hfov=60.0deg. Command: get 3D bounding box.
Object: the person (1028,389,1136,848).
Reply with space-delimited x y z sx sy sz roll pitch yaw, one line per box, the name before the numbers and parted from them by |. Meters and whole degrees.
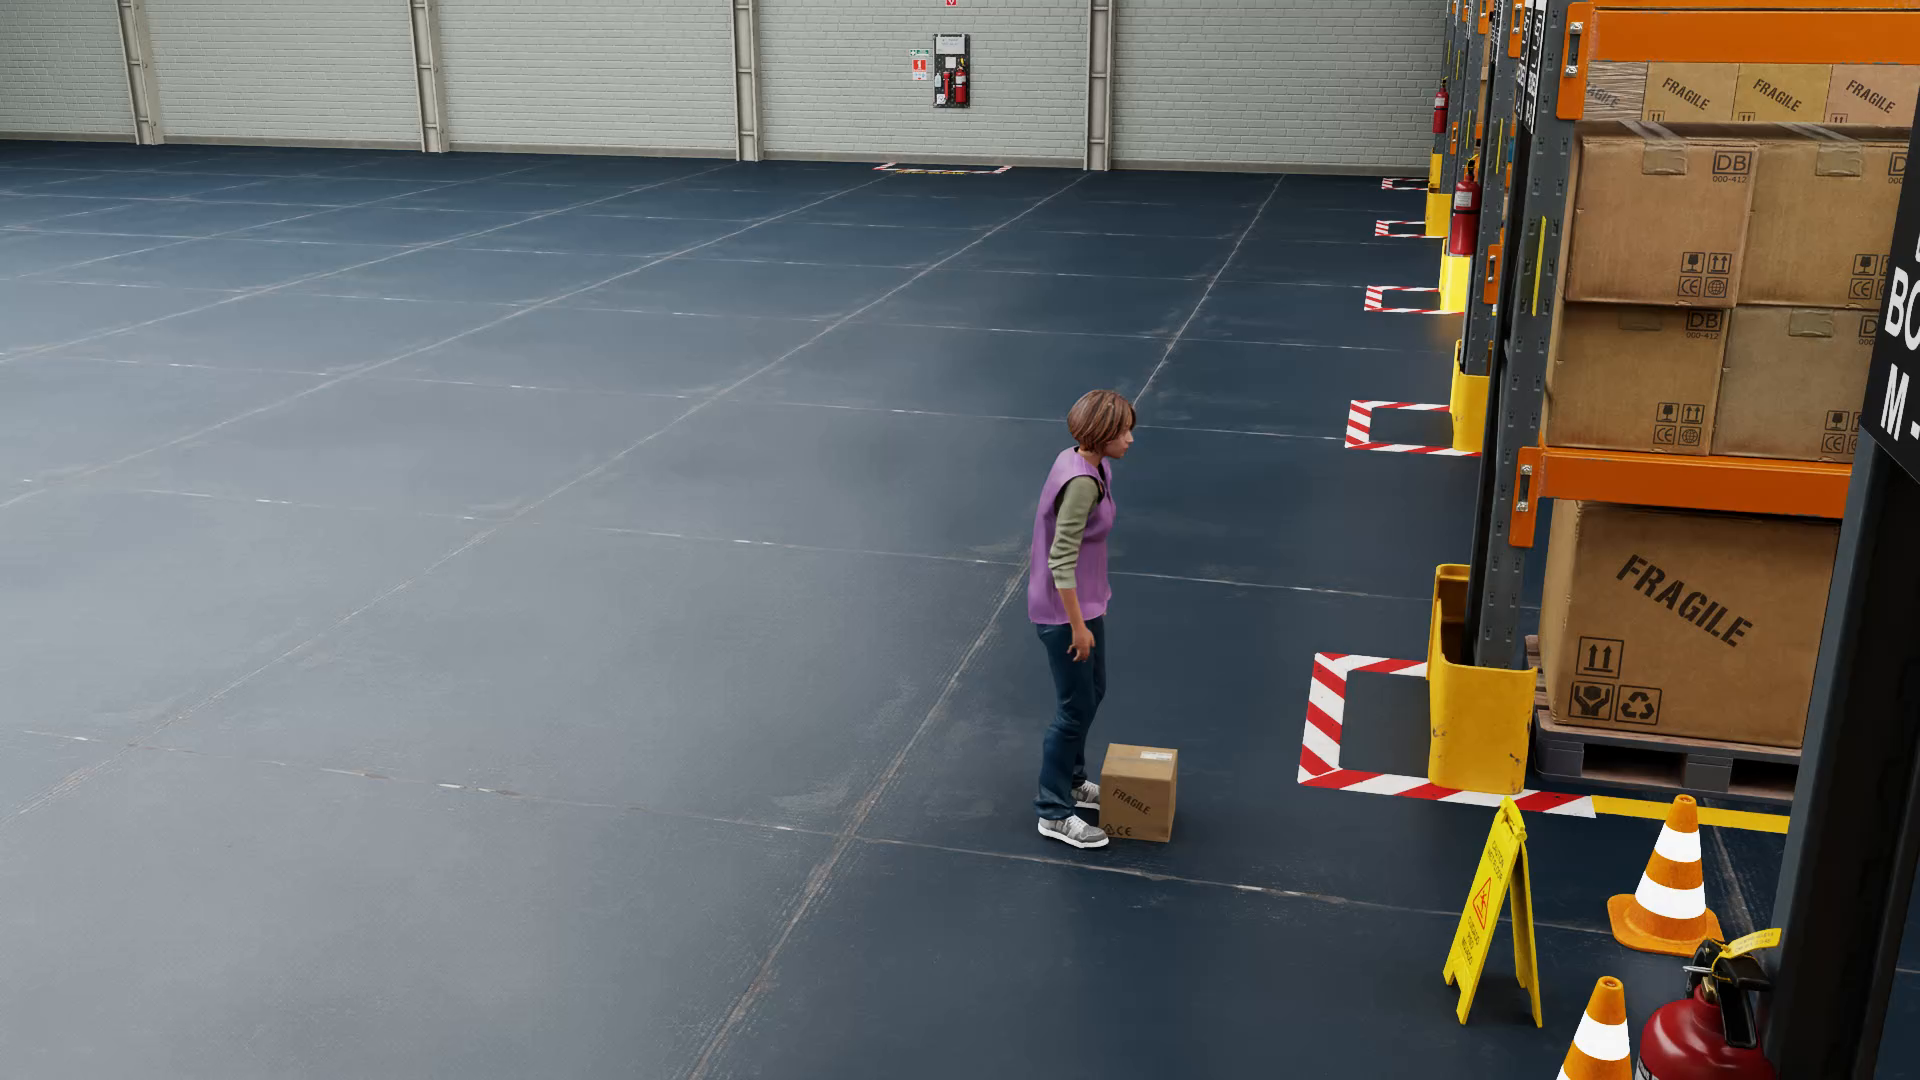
person | 0.414 0.256 5.816 0.347 1.592 0.476 4 19 12
